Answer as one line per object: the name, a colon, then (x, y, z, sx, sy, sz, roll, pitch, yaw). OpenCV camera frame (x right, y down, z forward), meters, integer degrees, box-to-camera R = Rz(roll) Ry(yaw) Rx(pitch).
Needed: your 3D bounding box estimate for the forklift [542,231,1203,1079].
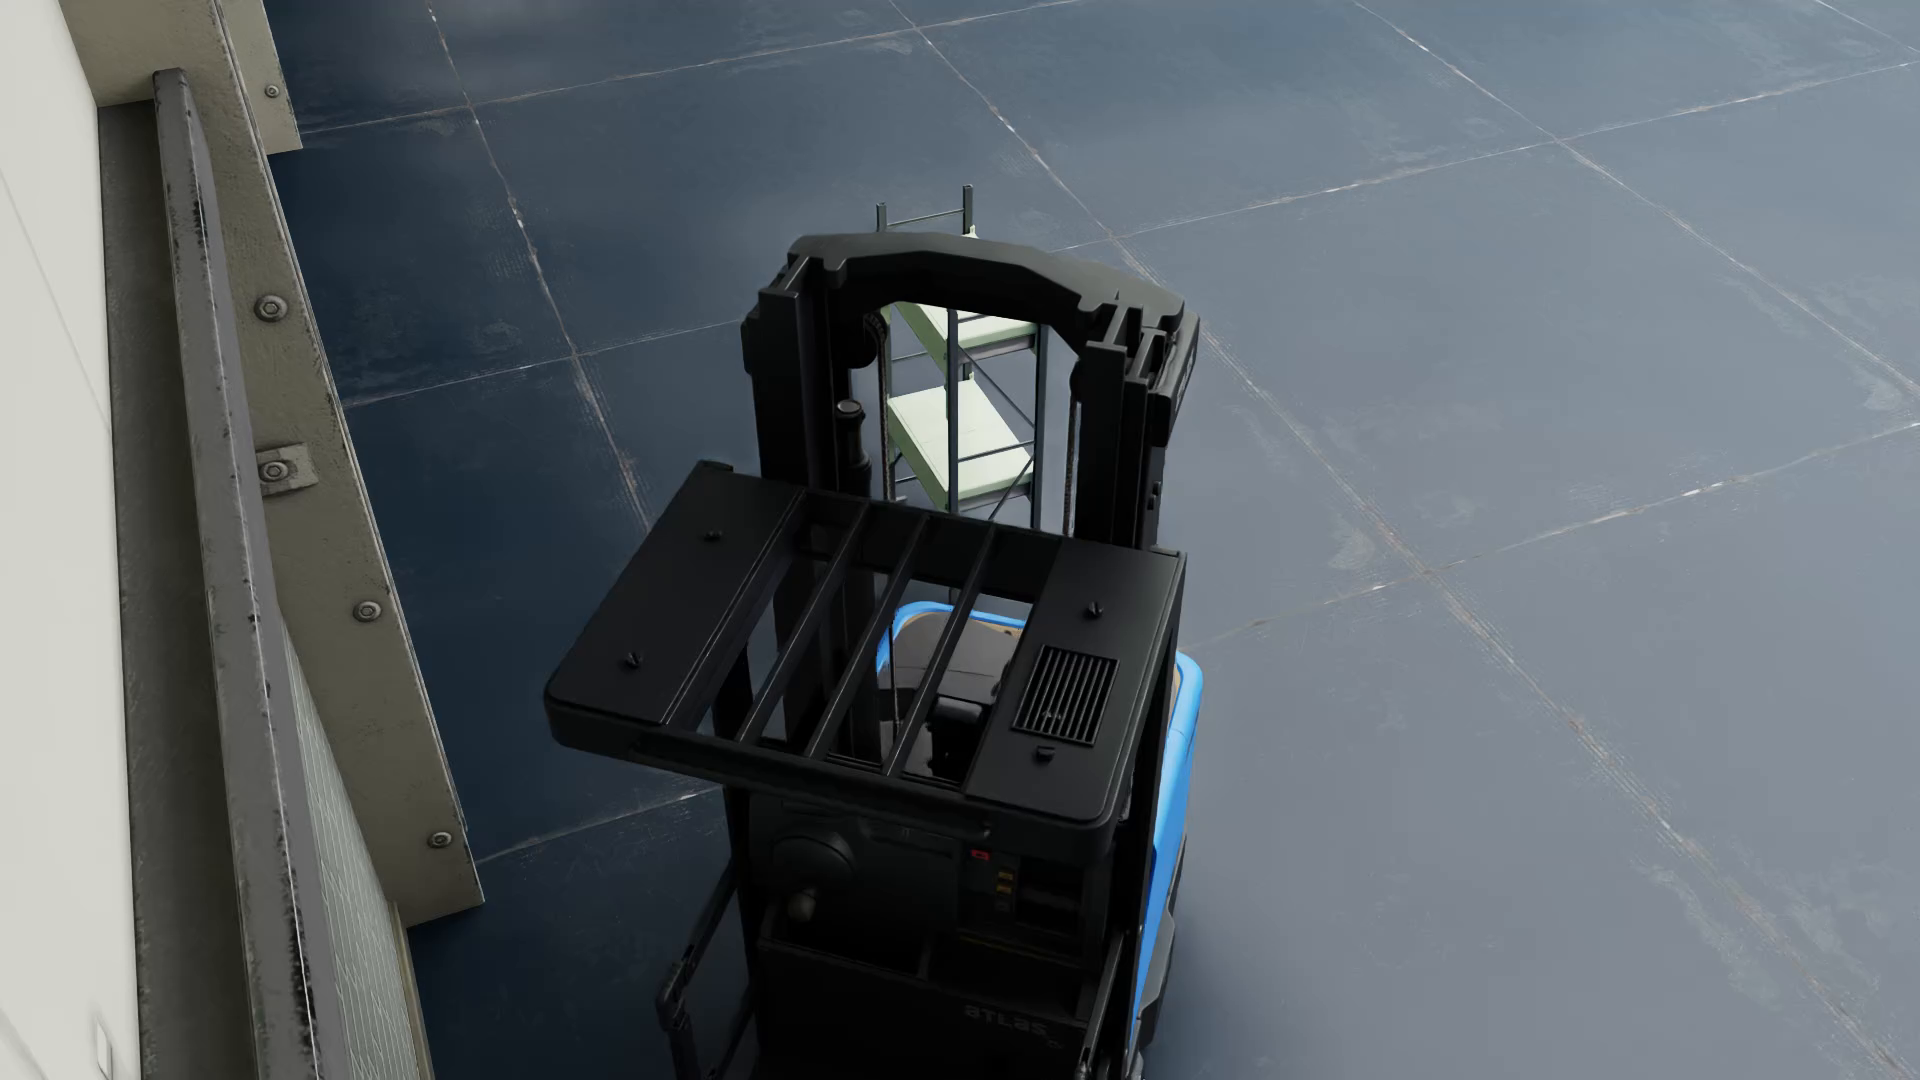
forklift: (-0.140, 0.892, 3.964, 1.130, 2.935, 3.031, 11, 42, 13)

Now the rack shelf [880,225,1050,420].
rack shelf: (0.003, -0.861, 6.502, 0.431, 0.370, 0.720, -15, 43, -17)

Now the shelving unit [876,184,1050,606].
shelving unit: (0.003, -0.565, 6.756, 0.431, 1.500, 0.755, -15, 43, -17)

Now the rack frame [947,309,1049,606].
rack frame: (0.143, -0.344, 6.500, 0.400, 1.500, 0.023, -15, 43, -17)

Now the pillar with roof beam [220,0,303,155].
pillar with roof beam: (-0.188, -6.919, 8.394, 9.100, 9.000, 0.400, -15, 43, -17)

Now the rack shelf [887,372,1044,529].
rack shelf: (0.003, -0.317, 6.969, 0.431, 0.370, 0.720, -15, 43, -17)

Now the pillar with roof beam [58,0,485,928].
pillar with roof beam: (2.107, -3.305, 4.191, 9.100, 9.000, 0.400, -15, 43, -17)

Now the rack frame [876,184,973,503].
rack frame: (-0.137, -0.785, 7.013, 0.400, 1.500, 0.023, -15, 43, -17)
